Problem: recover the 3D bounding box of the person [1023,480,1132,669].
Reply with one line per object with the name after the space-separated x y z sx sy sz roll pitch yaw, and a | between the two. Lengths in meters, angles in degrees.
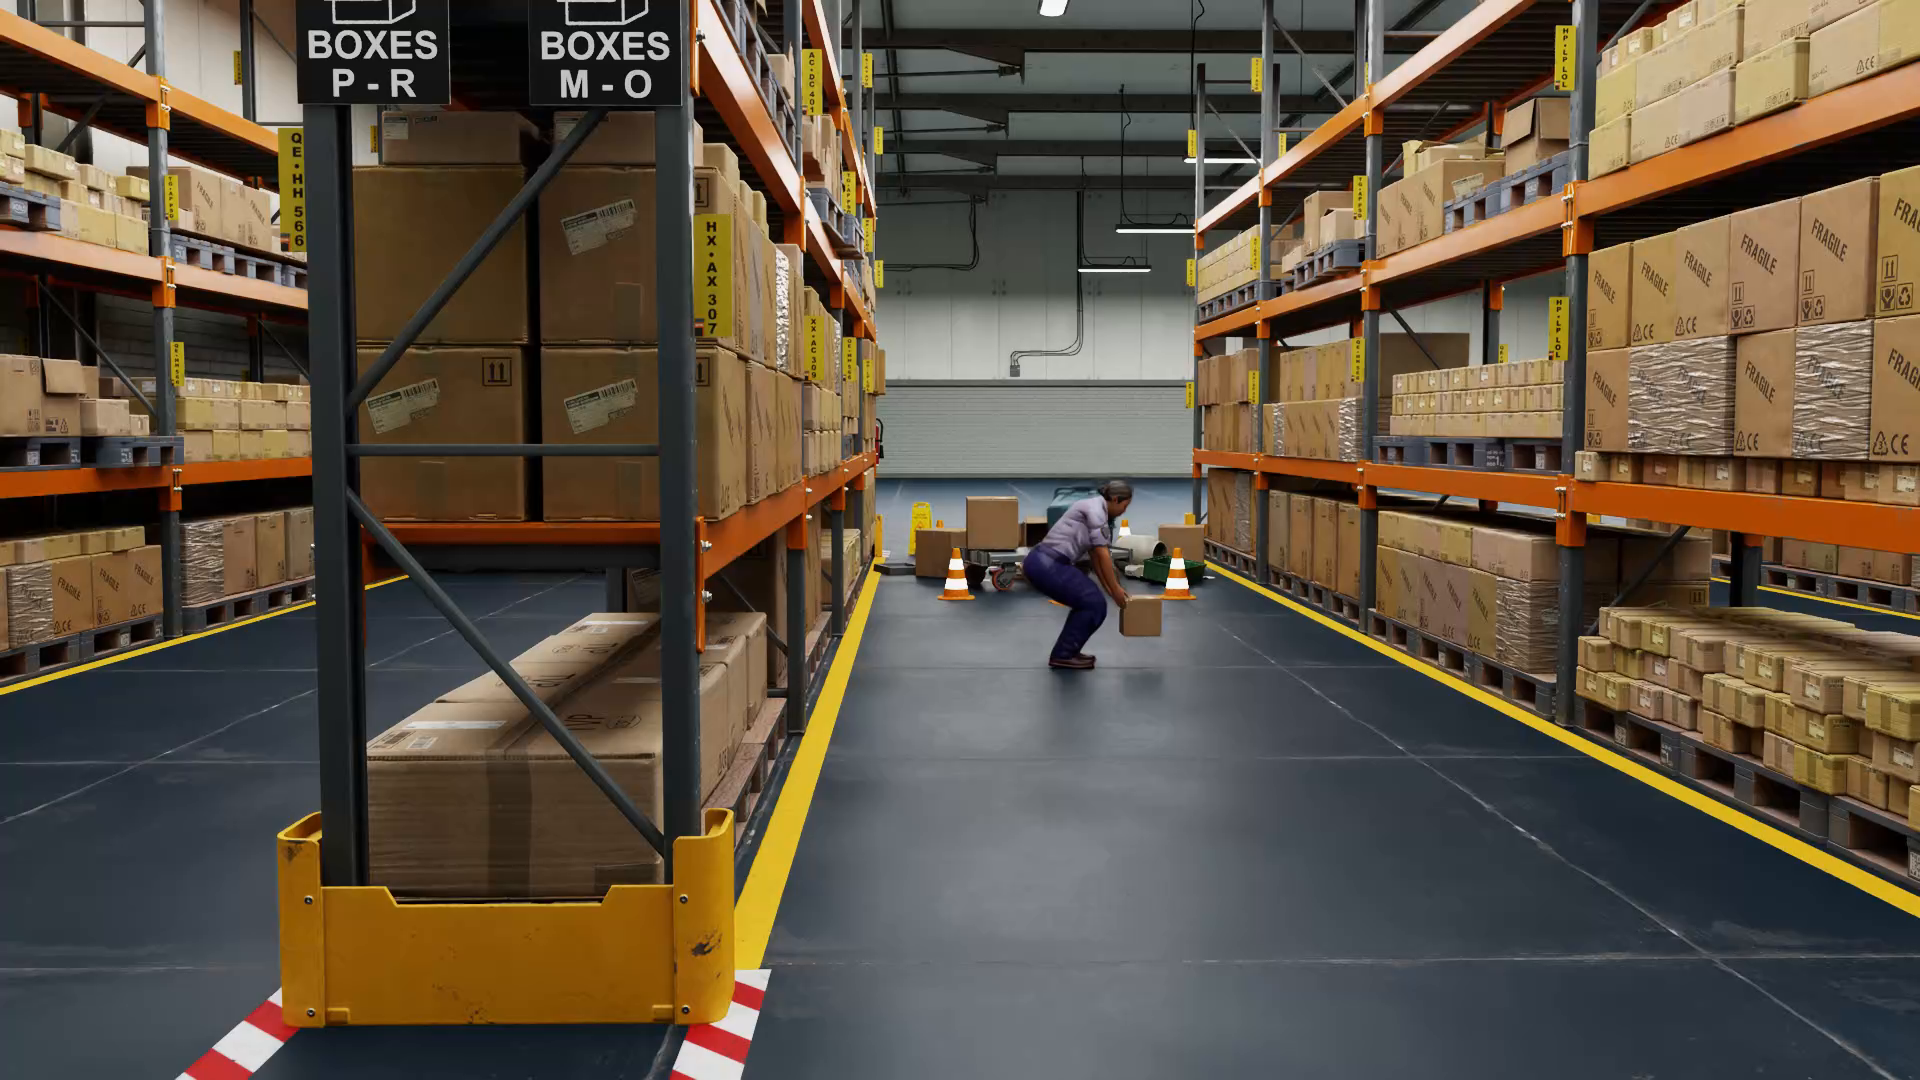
0.778 0.219 11.027 0.727 1.230 0.540 0 4 -1 | person
